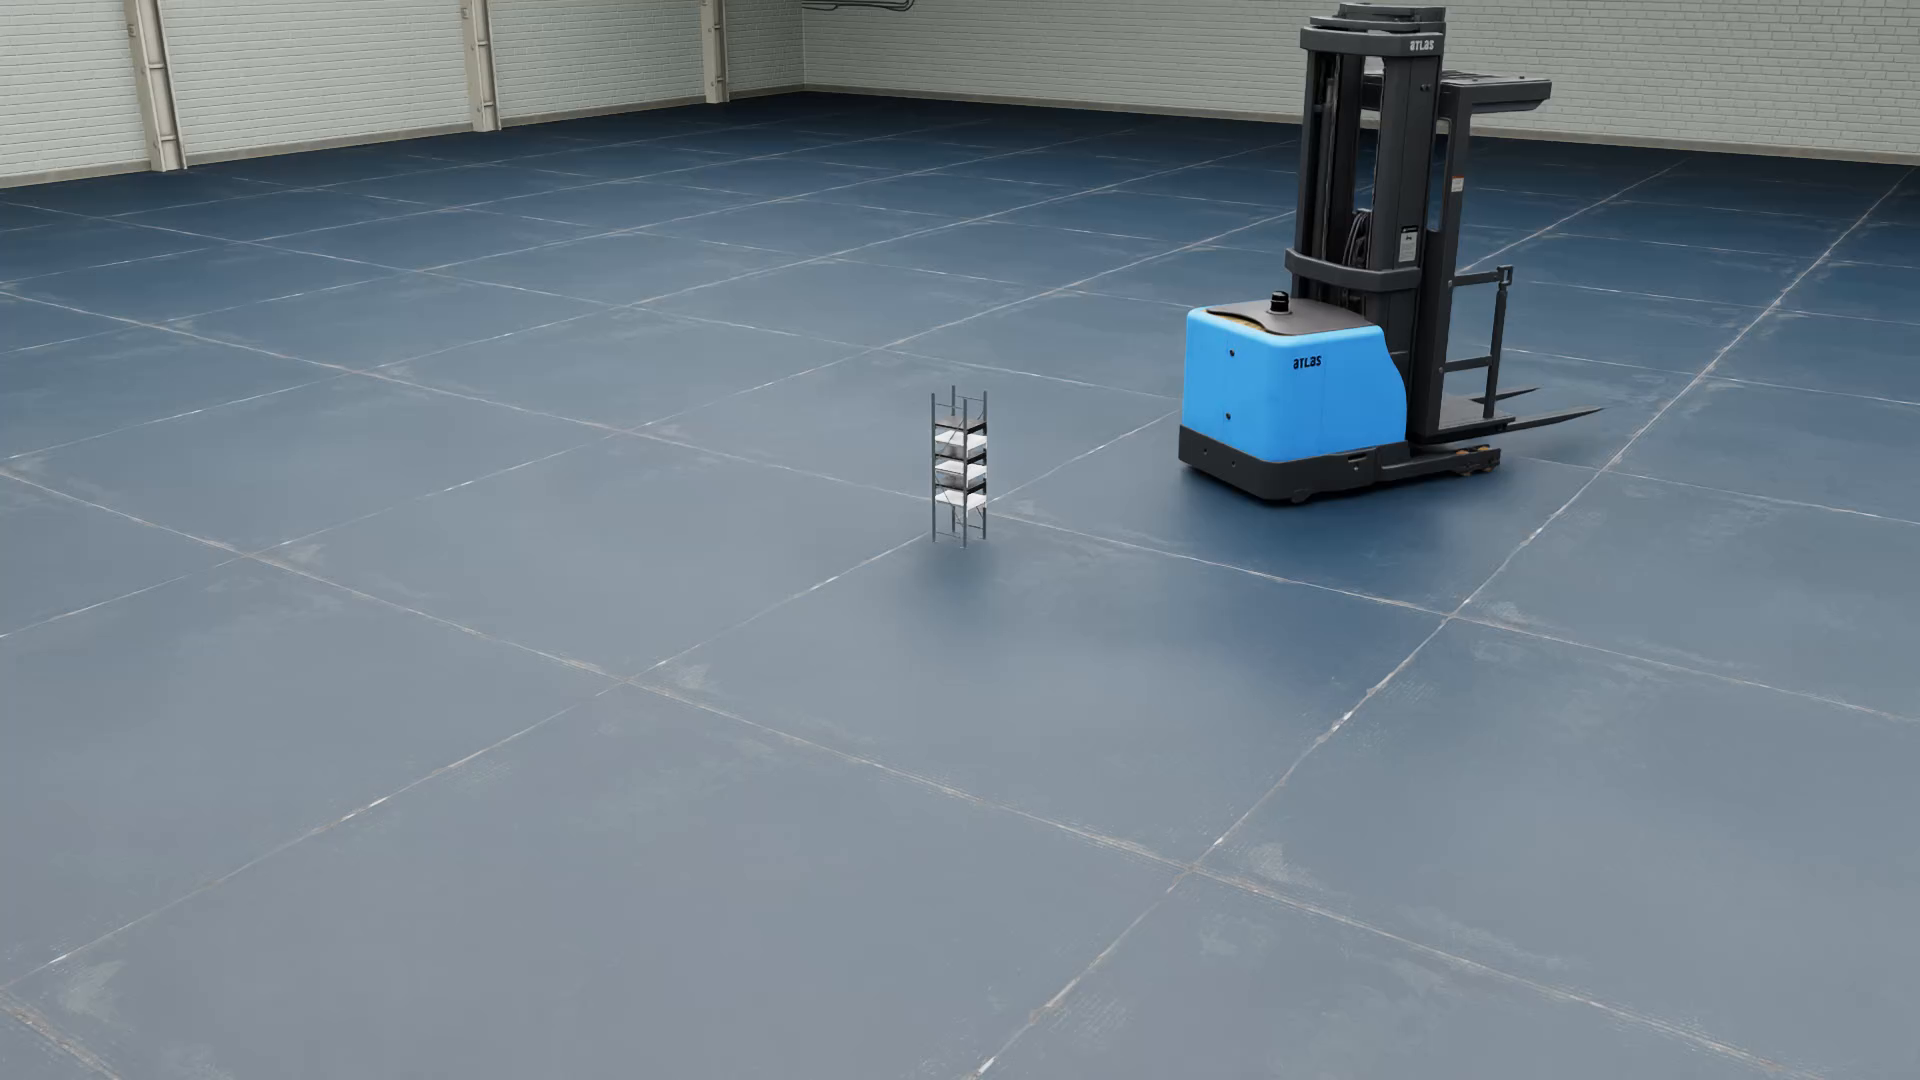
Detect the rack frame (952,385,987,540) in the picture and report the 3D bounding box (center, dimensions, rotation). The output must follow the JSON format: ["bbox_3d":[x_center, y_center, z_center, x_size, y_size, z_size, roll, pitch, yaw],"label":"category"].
[{"bbox_3d":[0.053,-0.449,9.681,0.240,0.900,0.006,13,24,32],"label":"rack frame"}]

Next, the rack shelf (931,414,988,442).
[{"bbox_3d":[-0.005,-0.642,9.520,0.258,0.077,0.200,13,24,32],"label":"rack shelf"}]

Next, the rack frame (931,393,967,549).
[{"bbox_3d":[-0.062,-0.391,9.524,0.240,0.900,0.006,13,24,32],"label":"rack frame"}]

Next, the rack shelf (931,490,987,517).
[{"bbox_3d":[-0.005,-0.220,9.677,0.258,0.077,0.200,13,24,32],"label":"rack shelf"}]

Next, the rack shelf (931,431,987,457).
[{"bbox_3d":[-0.005,-0.557,9.552,0.258,0.077,0.200,13,24,32],"label":"rack shelf"}]

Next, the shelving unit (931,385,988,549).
[{"bbox_3d":[-0.005,-0.420,9.603,0.258,0.900,0.210,13,24,32],"label":"shelving unit"}]

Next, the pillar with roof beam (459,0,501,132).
[{"bbox_3d":[-4.756,-10.582,25.402,9.100,9.000,0.400,13,24,32],"label":"pillar with roof beam"}]

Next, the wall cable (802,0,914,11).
[{"bbox_3d":[-2.194,-12.274,34.453,3.097,2.526,0.112,13,24,32],"label":"wall cable"}]

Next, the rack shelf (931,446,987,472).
[{"bbox_3d":[-0.005,-0.473,9.583,0.258,0.077,0.200,13,24,32],"label":"rack shelf"}]

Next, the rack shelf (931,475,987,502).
[{"bbox_3d":[-0.005,-0.304,9.645,0.258,0.077,0.200,13,24,32],"label":"rack shelf"}]

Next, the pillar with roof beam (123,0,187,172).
[{"bbox_3d":[-8.129,-8.861,20.748,9.100,9.000,0.400,13,24,32],"label":"pillar with roof beam"}]

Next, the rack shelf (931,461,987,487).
[{"bbox_3d":[-0.005,-0.388,9.614,0.258,0.077,0.200,13,24,32],"label":"rack shelf"}]

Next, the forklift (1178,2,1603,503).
[{"bbox_3d":[2.993,-1.944,10.797,3.031,2.935,1.130,-10,23,-26],"label":"forklift"}]

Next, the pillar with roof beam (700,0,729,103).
[{"bbox_3d":[-1.383,-12.304,30.056,9.100,9.000,0.400,13,24,32],"label":"pillar with roof beam"}]
